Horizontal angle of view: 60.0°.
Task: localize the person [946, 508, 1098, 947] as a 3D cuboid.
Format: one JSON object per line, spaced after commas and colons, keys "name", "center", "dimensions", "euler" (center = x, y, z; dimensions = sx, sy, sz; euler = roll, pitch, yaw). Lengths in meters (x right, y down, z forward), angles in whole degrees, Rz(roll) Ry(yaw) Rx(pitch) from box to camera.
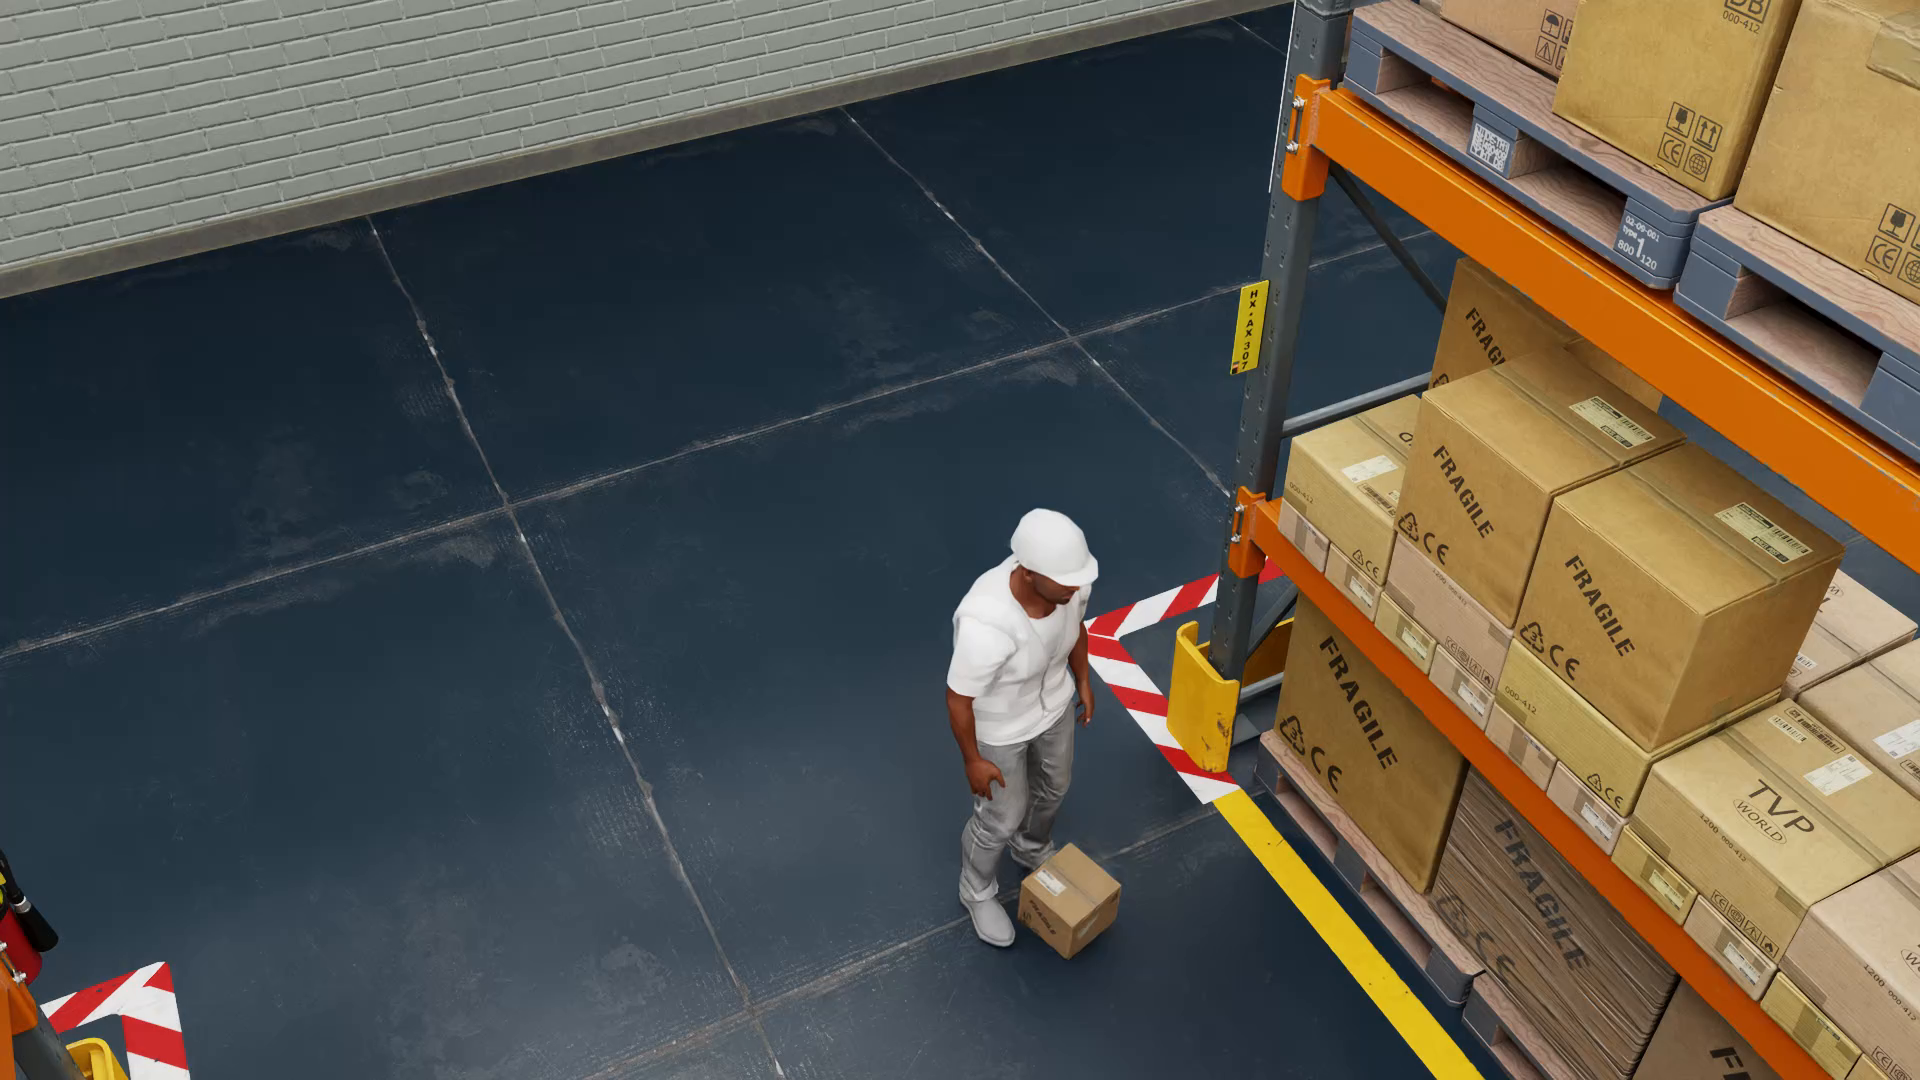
{"name": "person", "center": [0.214, 0.582, 5.478], "dimensions": [0.609, 1.758, 0.452], "euler": [-33, 51, -32]}
